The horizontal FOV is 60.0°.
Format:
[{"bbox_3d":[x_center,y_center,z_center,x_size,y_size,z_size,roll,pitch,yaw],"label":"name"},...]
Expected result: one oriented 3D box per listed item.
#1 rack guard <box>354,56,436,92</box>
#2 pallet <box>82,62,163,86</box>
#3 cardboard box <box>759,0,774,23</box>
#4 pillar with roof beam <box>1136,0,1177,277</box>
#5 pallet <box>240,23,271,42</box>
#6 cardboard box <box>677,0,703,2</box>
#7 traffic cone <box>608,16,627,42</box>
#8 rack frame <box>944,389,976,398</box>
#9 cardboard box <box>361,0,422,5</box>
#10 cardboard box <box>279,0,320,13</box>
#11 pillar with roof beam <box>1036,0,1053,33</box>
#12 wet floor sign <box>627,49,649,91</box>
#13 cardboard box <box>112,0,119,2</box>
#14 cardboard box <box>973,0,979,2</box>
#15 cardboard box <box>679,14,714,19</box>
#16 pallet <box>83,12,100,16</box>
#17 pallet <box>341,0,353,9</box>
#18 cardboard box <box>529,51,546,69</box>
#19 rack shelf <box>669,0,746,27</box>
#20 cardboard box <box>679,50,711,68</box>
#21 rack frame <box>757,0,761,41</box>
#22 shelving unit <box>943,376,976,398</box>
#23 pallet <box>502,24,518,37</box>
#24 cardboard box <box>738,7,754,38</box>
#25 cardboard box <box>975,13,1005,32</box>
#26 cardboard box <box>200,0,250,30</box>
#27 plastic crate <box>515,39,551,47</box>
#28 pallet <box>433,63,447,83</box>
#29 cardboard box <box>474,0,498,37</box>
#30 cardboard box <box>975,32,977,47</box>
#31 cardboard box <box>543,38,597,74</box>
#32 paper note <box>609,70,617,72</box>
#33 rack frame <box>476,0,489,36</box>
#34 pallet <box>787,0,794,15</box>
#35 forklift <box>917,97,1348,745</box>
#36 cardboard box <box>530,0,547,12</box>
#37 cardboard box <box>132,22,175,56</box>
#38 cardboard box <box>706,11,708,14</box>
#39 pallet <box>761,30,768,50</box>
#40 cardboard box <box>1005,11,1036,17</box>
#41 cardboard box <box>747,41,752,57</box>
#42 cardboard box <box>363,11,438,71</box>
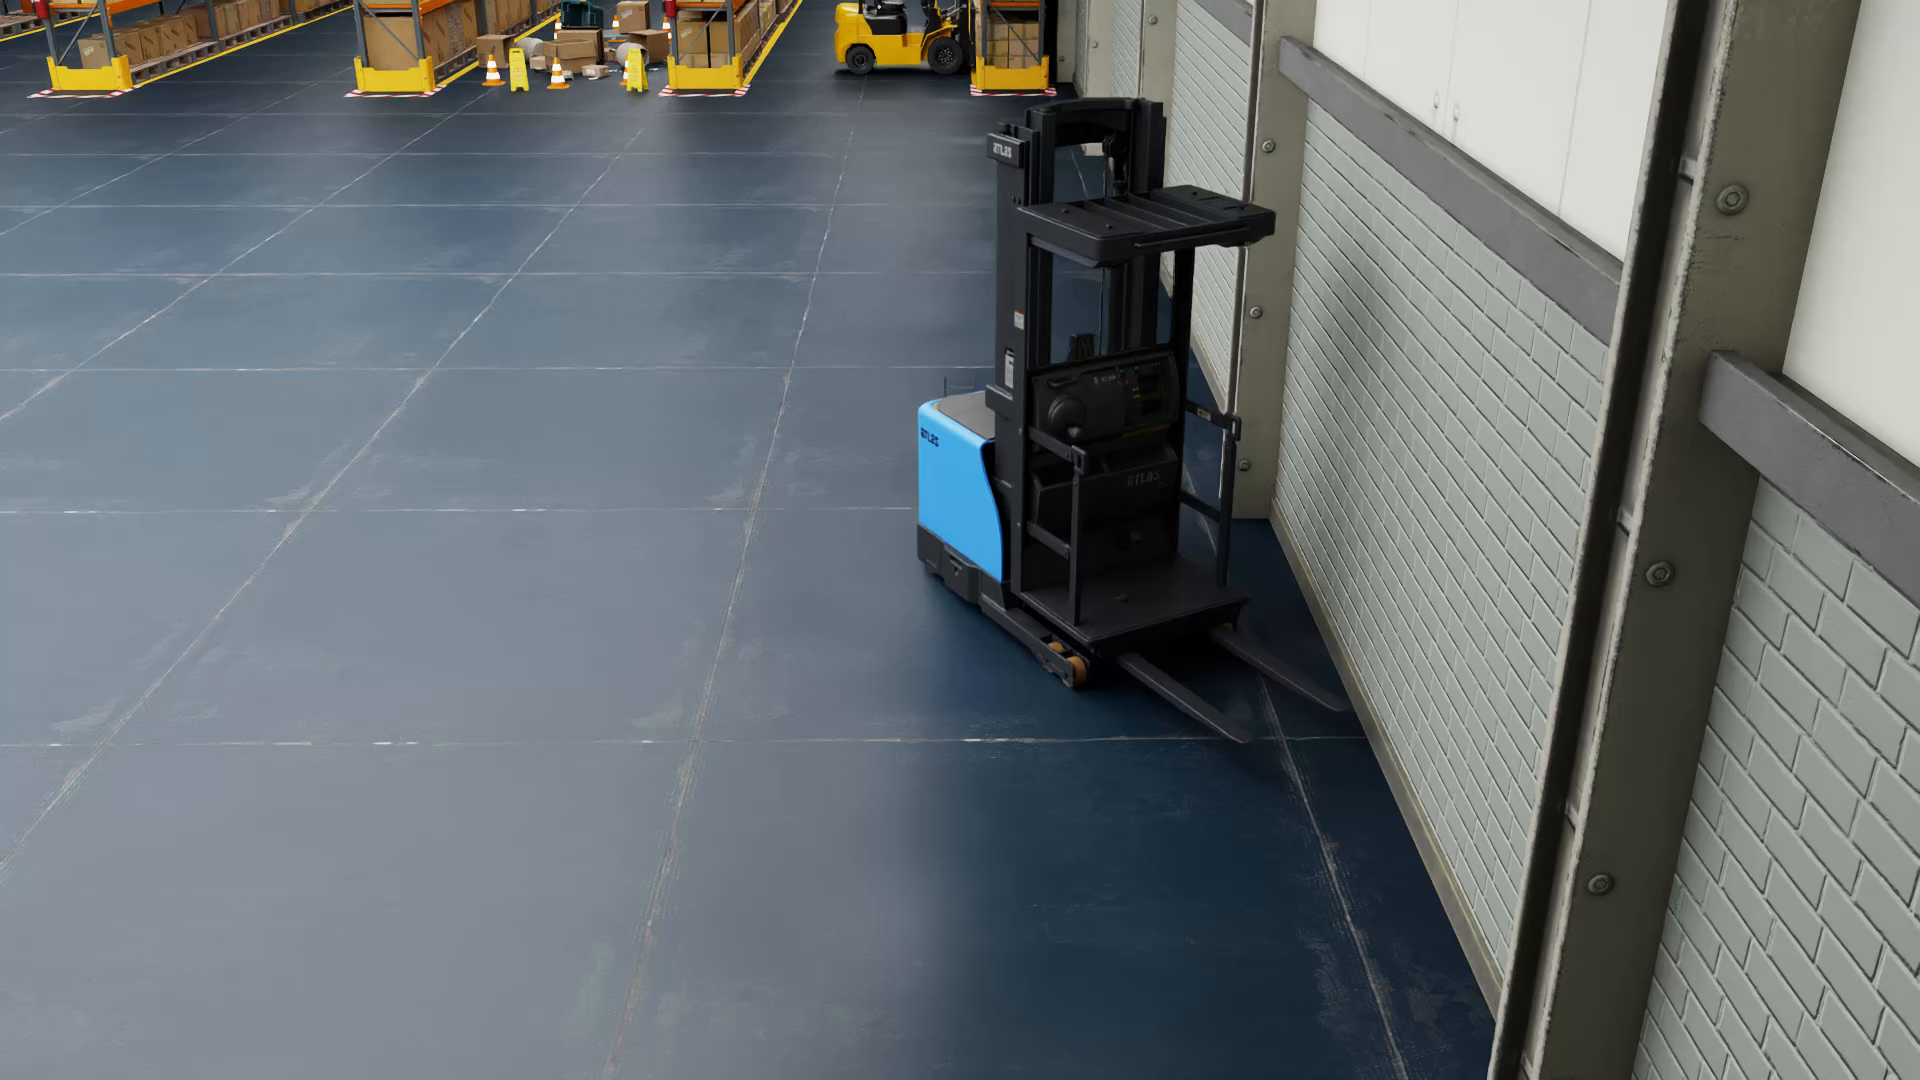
[{"bbox_3d":[-9.066,-7.481,26.683,1.175,0.500,0.348,0,24,-1],"label":"rack guard"},{"bbox_3d":[-14.001,-7.745,27.617,1.003,0.211,1.213,0,24,-1],"label":"pallet"},{"bbox_3d":[-4.192,-10.447,32.888,0.950,0.372,0.625,-1,24,-2],"label":"cardboard box"},{"bbox_3d":[-2.434,-6.778,14.815,9.100,9.000,0.400,0,24,-1],"label":"pillar with roof beam"},{"bbox_3d":[-14.096,-9.851,32.276,1.003,0.211,1.213,0,24,-1],"label":"pallet"},{"bbox_3d":[-4.335,-8.732,26.722,0.380,0.149,0.250,1,24,1],"label":"cardboard box"},{"bbox_3d":[-6.577,-9.805,31.869,0.336,0.463,0.334,0,24,-1],"label":"traffic cone"},{"bbox_3d":[0.001,-0.450,10.471,0.200,1.050,0.008,0,24,-1],"label":"rack frame"},{"bbox_3d":[-9.115,-8.851,26.497,0.875,0.550,0.550,0,24,-1],"label":"cardboard box"},{"bbox_3d":[-14.101,-11.453,34.502,1.225,0.875,0.875,-1,24,-3],"label":"cardboard box"},{"bbox_3d":[-2.630,-14.195,31.215,9.100,9.000,0.400,0,24,-1],"label":"pillar with roof beam"},{"bbox_3d":[-5.185,-7.538,26.633,0.267,0.644,0.232,8,26,18],"label":"wet floor sign"},{"bbox_3d":[-13.775,-8.756,26.775,0.380,0.149,0.250,0,24,-1],"label":"cardboard box"},{"bbox_3d":[0.494,-9.559,29.859,0.500,0.250,0.500,-1,24,-1],"label":"cardboard box"},{"bbox_3d":[-4.396,-8.518,27.860,0.500,0.500,0.500,1,24,1],"label":"cardboard box"},{"bbox_3d":[-19.127,-11.479,35.874,1.003,0.211,1.213,0,24,-1],"label":"pallet"},{"bbox_3d":[-14.074,-12.005,37.038,1.003,0.211,1.213,0,24,-1],"label":"pallet"},{"bbox_3d":[-7.249,-8.332,28.850,0.396,0.266,0.258,4,25,9],"label":"cardboard box"},{"bbox_3d":[-4.139,-9.190,28.302,1.077,0.370,4.000,0,24,-1],"label":"rack shelf"},{"bbox_3d":[-4.395,-7.974,27.567,0.500,0.250,0.500,0,24,-1],"label":"cardboard box"},{"bbox_3d":[-4.161,-10.342,29.976,1.000,3.000,0.127,0,24,-1],"label":"rack frame"},{"bbox_3d":[-0.001,-0.500,10.582,0.215,1.050,0.252,0,24,-1],"label":"shelving unit"},{"bbox_3d":[-9.209,-9.829,32.226,1.003,0.211,1.213,0,24,-1],"label":"pallet"},{"bbox_3d":[-3.872,-8.959,28.837,0.500,0.500,0.500,1,24,2],"label":"cardboard box"},{"bbox_3d":[0.502,-8.718,27.999,0.500,0.250,0.500,0,24,0],"label":"cardboard box"},{"bbox_3d":[-14.048,-10.039,31.806,0.700,0.500,0.500,-2,24,-5],"label":"cardboard box"},{"bbox_3d":[-7.798,-8.957,30.257,0.450,0.188,0.662,3,22,31],"label":"plastic crate"},{"bbox_3d":[-9.153,-7.688,27.493,1.003,0.211,1.213,0,24,-1],"label":"pallet"},{"bbox_3d":[-9.206,-9.699,30.776,1.050,0.750,0.750,0,24,-1],"label":"cardboard box"},{"bbox_3d":[0.507,-8.502,28.129,0.500,0.250,0.500,-1,24,-2],"label":"cardboard box"},{"bbox_3d":[-6.668,-8.268,28.421,0.797,0.503,0.637,-19,31,-36],"label":"cardboard box"},{"bbox_3d":[-5.977,-8.067,28.563,0.148,0.019,0.142,8,26,18],"label":"paper note"},{"bbox_3d":[-9.109,-10.278,29.835,1.000,3.000,0.127,0,24,-1],"label":"rack frame"},{"bbox_3d":[-4.148,-11.546,36.023,1.003,0.211,1.213,0,24,-1],"label":"pallet"},{"bbox_3d":[0.905,-0.756,8.864,1.130,2.935,3.031,-13,28,-27],"label":"forklift"},{"bbox_3d":[-8.906,-11.271,34.554,0.500,0.500,0.500,-1,24,-3],"label":"cardboard box"},{"bbox_3d":[-14.007,-8.693,28.854,0.500,0.500,0.500,-2,24,-5],"label":"cardboard box"},{"bbox_3d":[-4.459,-8.961,28.054,0.380,0.149,0.250,1,24,2],"label":"cardboard box"},{"bbox_3d":[-4.171,-9.392,31.260,1.003,0.211,1.213,0,24,-1],"label":"pallet"},{"bbox_3d":[1.028,-8.933,28.476,0.500,0.250,0.500,-1,24,-2],"label":"cardboard box"},{"bbox_3d":[-3.866,-8.401,28.511,0.500,0.250,0.500,1,24,3],"label":"cardboard box"},{"bbox_3d":[-9.139,-8.132,27.159,0.875,0.875,0.875,0,24,0],"label":"cardboard box"}]
